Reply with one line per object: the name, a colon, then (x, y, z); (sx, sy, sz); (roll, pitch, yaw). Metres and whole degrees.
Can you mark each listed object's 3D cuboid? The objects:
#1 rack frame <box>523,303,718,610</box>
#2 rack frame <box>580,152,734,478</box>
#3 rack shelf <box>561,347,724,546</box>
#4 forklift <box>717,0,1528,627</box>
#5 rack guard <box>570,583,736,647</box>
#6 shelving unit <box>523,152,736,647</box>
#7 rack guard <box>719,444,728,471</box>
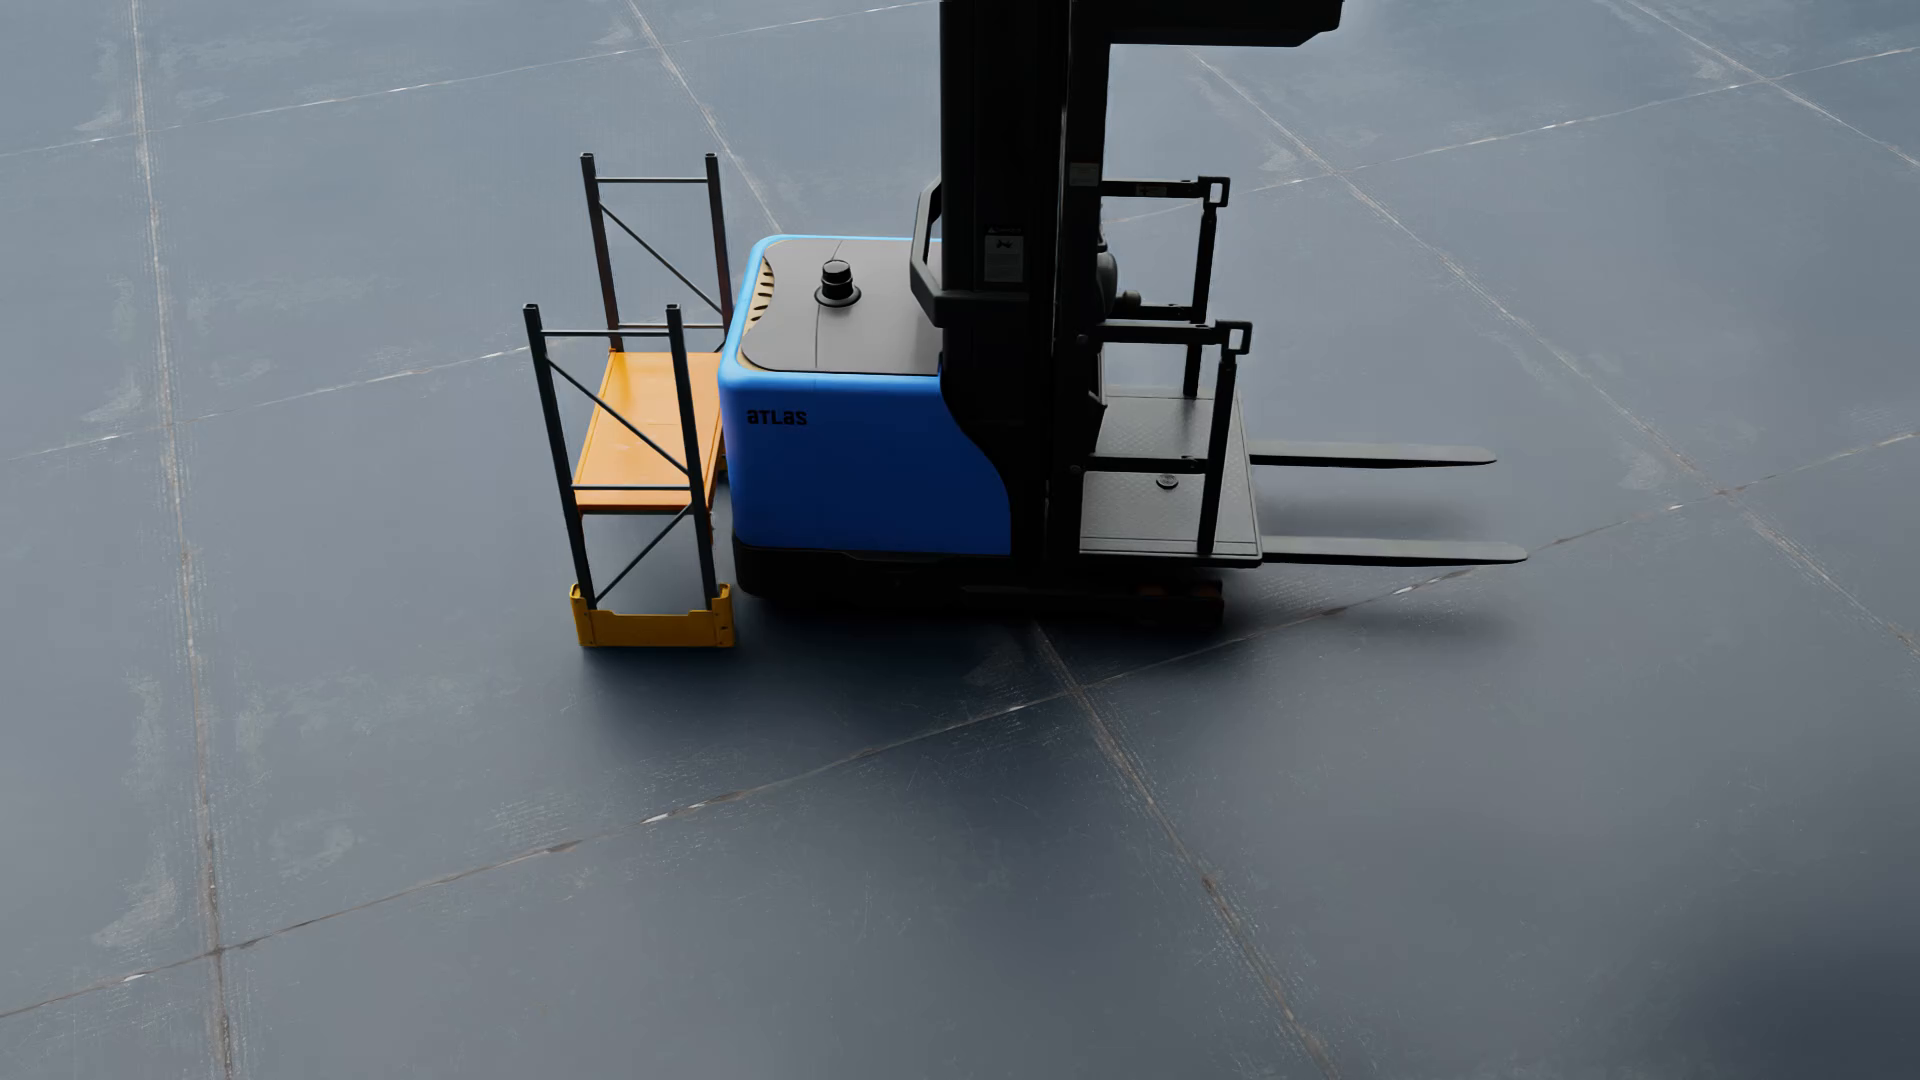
rack frame: (-1.147, -0.180, 5.809); (0.500, 1.500, 0.032); (0, 41, 0)
rack frame: (-1.141, -0.843, 6.580); (0.500, 1.500, 0.032); (0, 41, 0)
rack shelf: (-1.144, -0.375, 6.312); (0.538, 0.185, 1.000); (0, 41, 0)
forklift: (0.666, -1.136, 5.823); (3.031, 2.935, 1.130); (2, 41, 2)
rack guard: (-1.147, 0.281, 6.232); (0.587, 0.250, 0.087); (0, 41, 0)
shelving unit: (-1.144, -0.518, 6.202); (0.587, 1.500, 1.083); (0, 41, 0)
rack guard: (-1.141, -0.368, 6.987); (0.587, 0.250, 0.087); (0, 41, 0)
